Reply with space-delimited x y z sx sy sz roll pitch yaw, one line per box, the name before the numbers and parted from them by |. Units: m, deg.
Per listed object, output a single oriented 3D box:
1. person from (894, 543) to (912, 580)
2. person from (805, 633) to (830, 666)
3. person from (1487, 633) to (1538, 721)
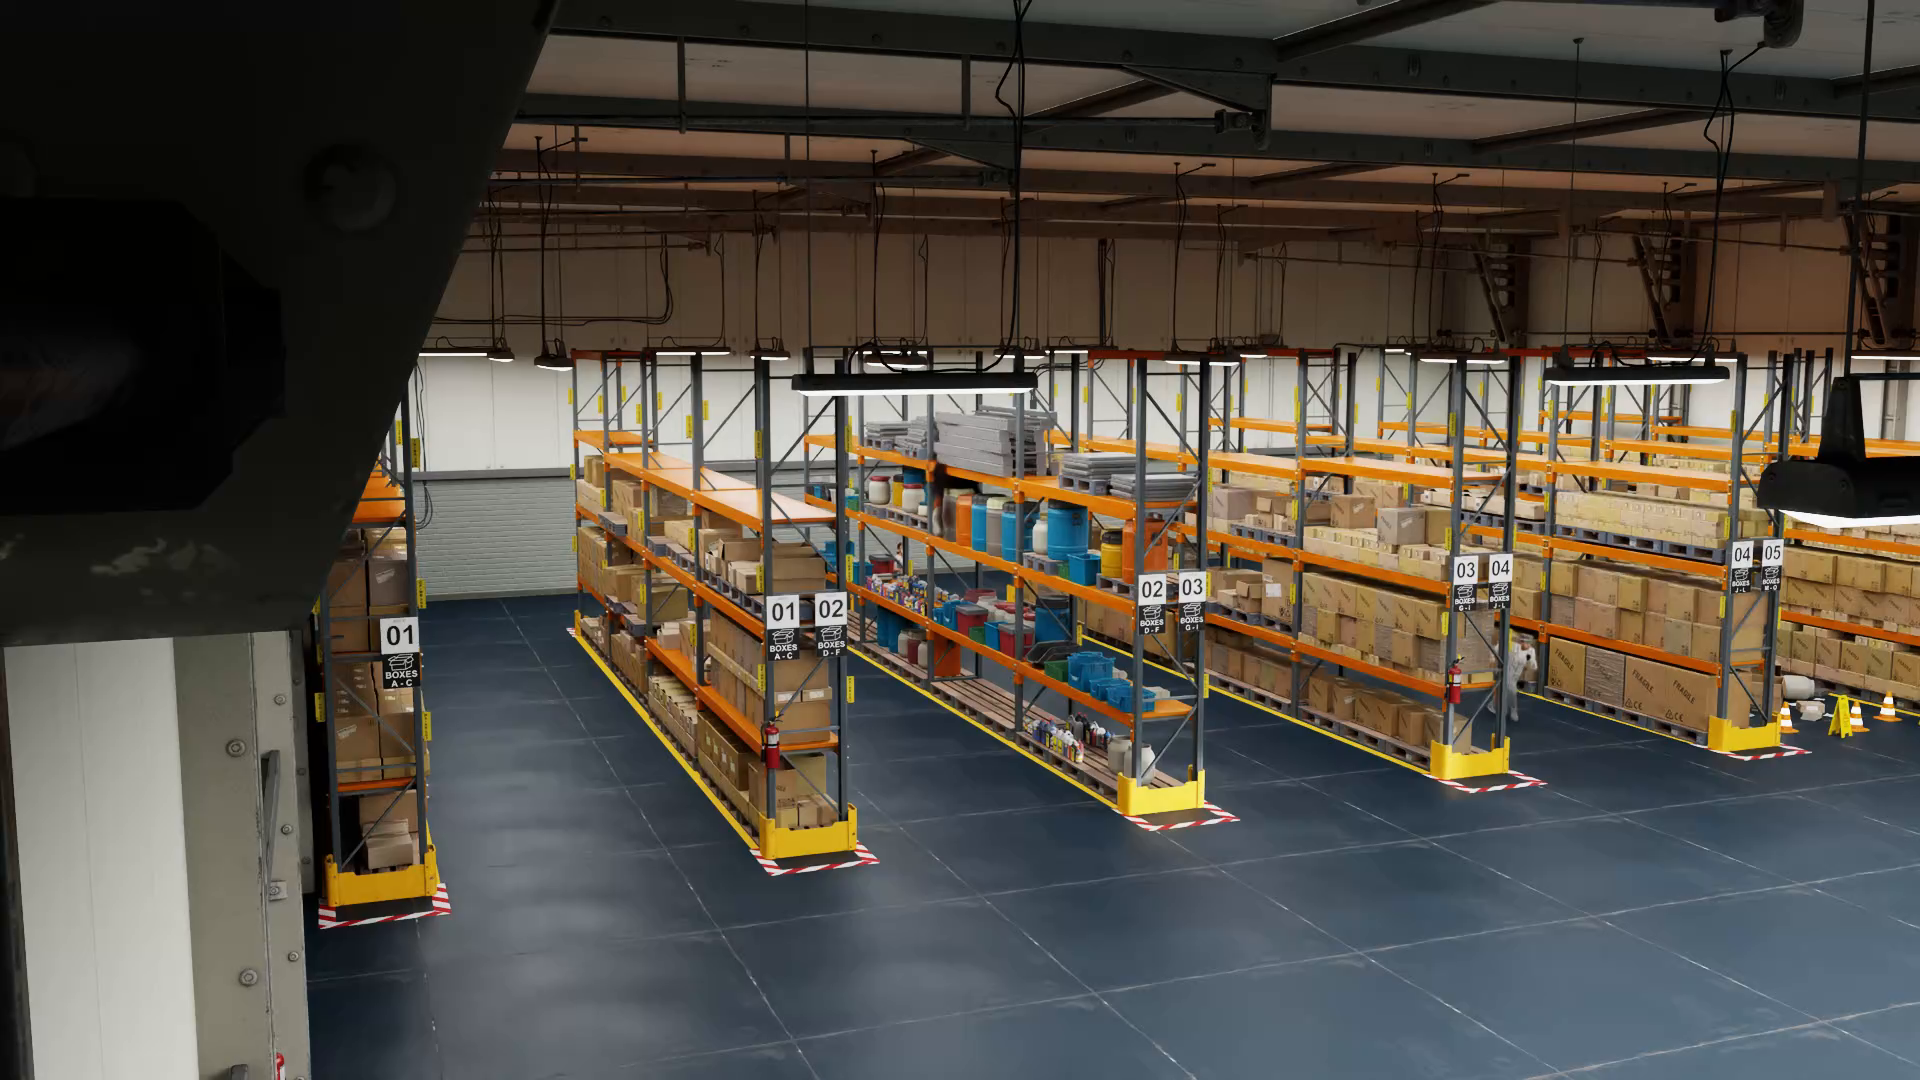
person | -1.283 1.007 37.296 0.554 1.458 0.686 -5 9 -37
person | -2.495 2.178 27.384 0.776 1.593 0.652 3 8 22
person | 9.077 2.196 27.263 0.569 1.452 1.082 -2 7 -13
